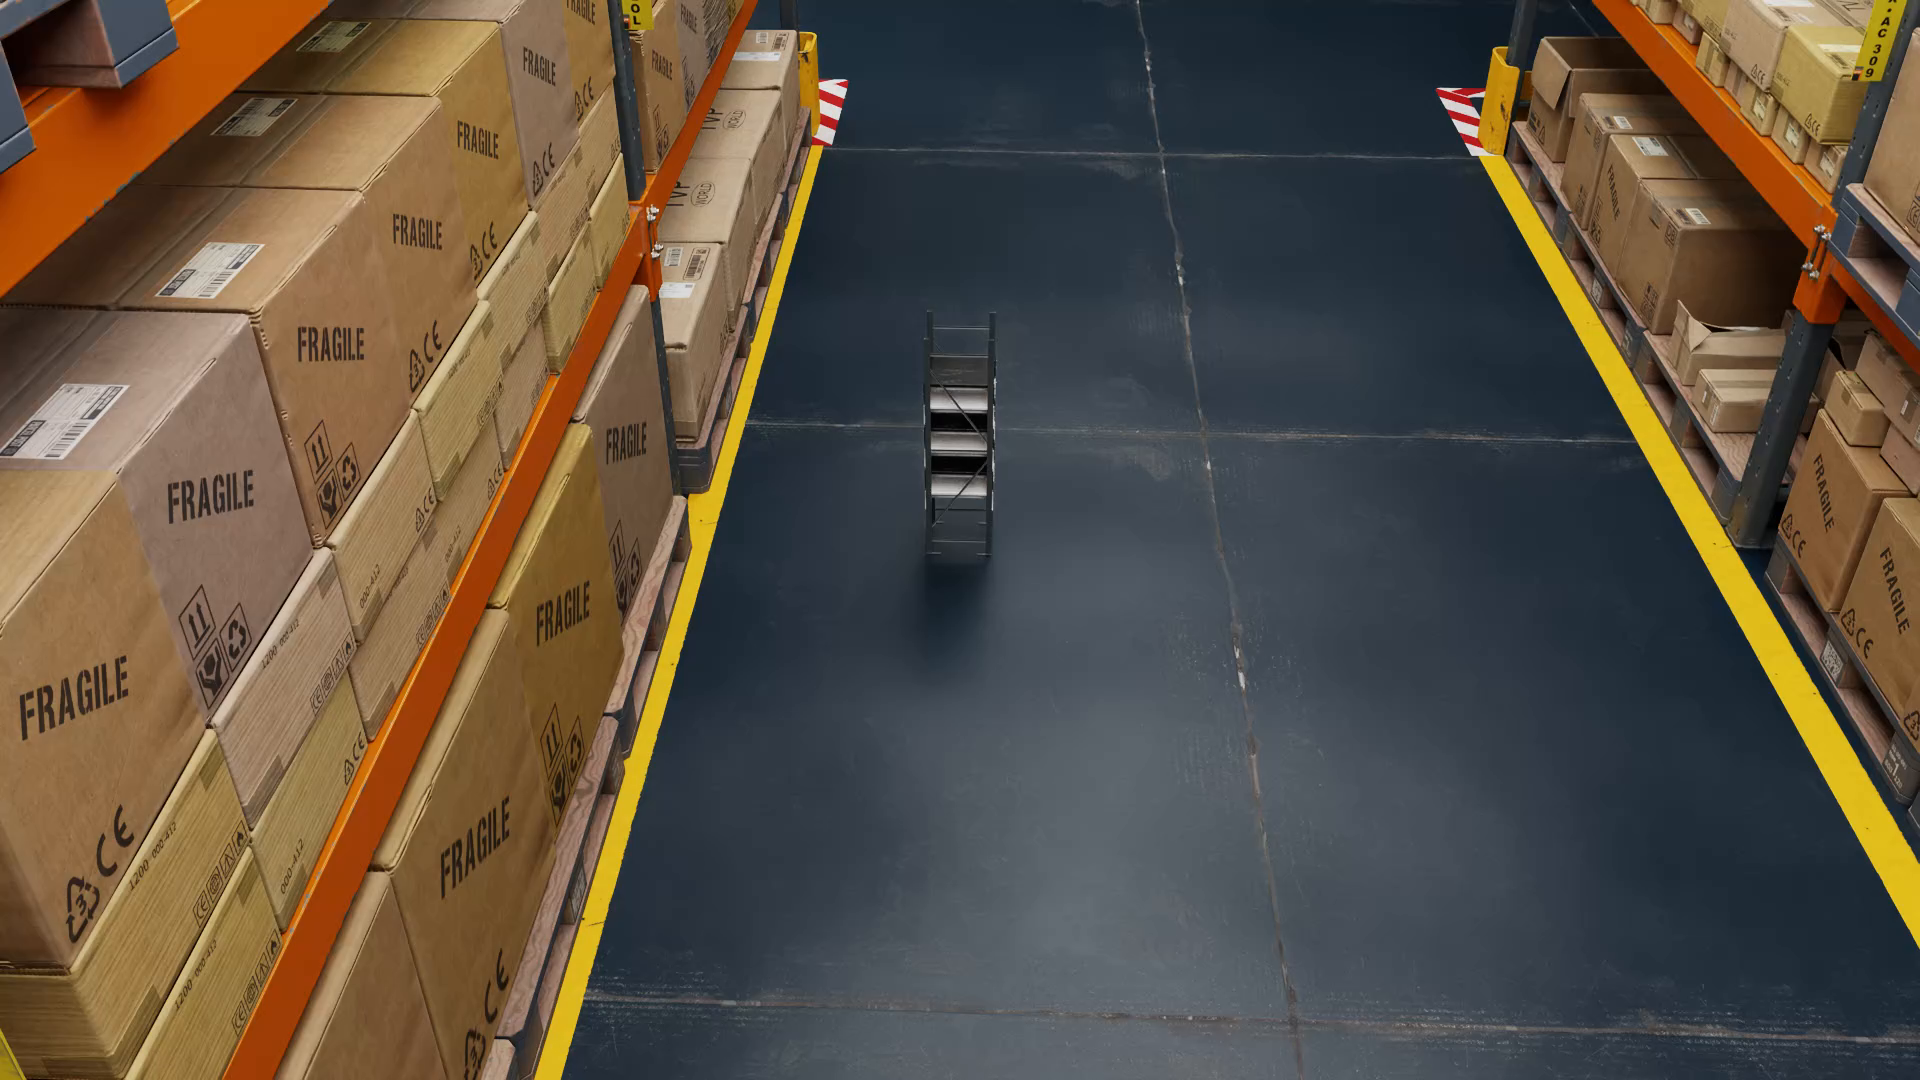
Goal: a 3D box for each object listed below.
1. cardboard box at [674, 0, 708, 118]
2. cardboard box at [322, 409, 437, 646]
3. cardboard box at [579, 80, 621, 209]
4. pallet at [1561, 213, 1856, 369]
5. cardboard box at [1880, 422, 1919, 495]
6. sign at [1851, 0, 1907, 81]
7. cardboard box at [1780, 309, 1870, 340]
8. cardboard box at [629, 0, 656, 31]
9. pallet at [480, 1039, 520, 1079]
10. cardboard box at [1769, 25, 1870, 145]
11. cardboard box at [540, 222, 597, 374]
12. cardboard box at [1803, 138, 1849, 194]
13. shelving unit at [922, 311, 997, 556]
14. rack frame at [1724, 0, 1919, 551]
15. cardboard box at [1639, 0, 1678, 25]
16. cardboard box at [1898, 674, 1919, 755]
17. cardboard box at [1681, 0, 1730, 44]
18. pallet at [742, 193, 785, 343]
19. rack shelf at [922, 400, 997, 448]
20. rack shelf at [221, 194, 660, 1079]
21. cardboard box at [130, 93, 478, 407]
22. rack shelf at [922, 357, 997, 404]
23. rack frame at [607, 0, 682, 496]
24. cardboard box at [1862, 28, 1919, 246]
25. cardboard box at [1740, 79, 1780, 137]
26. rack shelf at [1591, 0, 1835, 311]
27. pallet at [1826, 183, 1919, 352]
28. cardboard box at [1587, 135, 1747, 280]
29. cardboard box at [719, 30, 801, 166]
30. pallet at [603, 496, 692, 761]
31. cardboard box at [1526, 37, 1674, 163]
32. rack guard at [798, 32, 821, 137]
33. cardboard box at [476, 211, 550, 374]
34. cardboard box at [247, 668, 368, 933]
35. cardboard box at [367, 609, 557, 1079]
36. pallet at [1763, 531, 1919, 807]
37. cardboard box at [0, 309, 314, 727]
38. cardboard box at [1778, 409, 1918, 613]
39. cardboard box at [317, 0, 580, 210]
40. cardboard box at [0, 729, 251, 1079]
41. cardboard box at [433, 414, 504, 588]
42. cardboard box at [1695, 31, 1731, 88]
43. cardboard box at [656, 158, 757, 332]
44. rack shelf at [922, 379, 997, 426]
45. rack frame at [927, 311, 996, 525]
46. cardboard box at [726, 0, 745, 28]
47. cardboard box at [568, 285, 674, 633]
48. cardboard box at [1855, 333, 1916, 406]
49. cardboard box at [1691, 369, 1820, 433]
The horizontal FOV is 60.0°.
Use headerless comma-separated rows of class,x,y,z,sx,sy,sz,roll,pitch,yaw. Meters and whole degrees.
cardboard box,-1.263,-1.920,6.287,0.500,0.500,0.500,2,35,2
cardboard box,-1.407,-0.040,3.394,0.500,0.250,0.500,1,35,2
cardboard box,-1.343,-1.211,5.060,0.500,0.250,0.500,1,35,2
pallet,3.467,-1.171,7.732,1.003,0.211,1.213,1,35,2
cardboard box,3.178,-0.268,5.267,0.380,0.149,0.250,0,35,1
sign,2.849,-1.577,5.132,0.100,0.325,0.005,1,35,2
cardboard box,3.672,-0.843,6.955,0.380,0.149,0.250,1,35,1
cardboard box,-1.307,-2.045,5.594,0.500,0.500,0.500,2,35,2
pallet,-1.622,1.661,3.703,1.003,0.211,1.213,1,35,2
cardboard box,3.169,-1.573,5.751,0.500,0.250,0.500,2,35,3
cardboard box,-1.356,-0.709,4.781,0.500,0.250,0.500,1,35,1
cardboard box,3.152,-1.300,5.710,0.380,0.149,0.250,2,35,3
shelving unit,0.000,-0.373,5.998,0.258,0.900,0.210,1,35,2
rack frame,3.392,-1.214,5.369,1.000,3.000,0.127,1,35,2
cardboard box,3.174,-2.336,7.184,0.380,0.149,0.250,2,35,3
cardboard box,3.112,0.502,4.735,0.500,0.500,0.500,0,35,0
cardboard box,3.207,-2.147,6.568,0.500,0.250,0.500,1,35,2
pallet,-1.413,-1.324,7.950,1.003,0.211,1.213,1,35,2
rack shelf,0.000,-0.419,5.965,0.258,0.077,0.200,1,35,2
rack shelf,-1.648,0.117,4.101,1.077,0.370,4.000,1,35,2
cardboard box,-1.394,-0.628,3.579,0.500,0.500,0.500,2,35,3
rack shelf,0.000,-0.566,5.862,0.258,0.077,0.200,1,35,2
rack frame,-1.568,-1.327,5.529,1.000,3.000,0.127,1,35,2
cardboard box,3.149,-1.154,4.831,0.700,0.500,0.500,2,35,3
cardboard box,3.127,-1.600,6.137,0.380,0.149,0.250,2,35,3
rack shelf,3.472,-2.069,7.211,1.077,0.370,4.000,1,35,2
pallet,3.251,-0.679,4.774,1.003,0.211,1.213,1,35,2
cardboard box,3.239,-1.521,7.614,0.500,0.500,0.500,2,35,3
cardboard box,-1.334,-2.367,8.872,0.875,0.438,0.875,0,35,0
pallet,-1.524,0.259,5.698,1.003,0.211,1.213,1,35,2
cardboard box,3.433,-2.314,8.739,0.797,0.503,0.637,0,35,0
rack guard,-1.406,-2.616,9.537,1.175,0.500,0.348,1,35,2
cardboard box,-1.370,-0.626,4.228,0.500,0.250,0.500,2,35,3
cardboard box,-1.455,0.462,3.114,0.500,0.250,0.500,0,35,1
cardboard box,-1.578,0.762,4.040,0.875,0.875,0.875,2,35,2
pallet,3.397,0.395,5.505,1.003,0.211,1.213,1,35,2
cardboard box,-1.454,-0.041,2.744,0.500,0.500,0.500,1,35,2
cardboard box,3.148,-0.091,5.579,0.500,0.500,0.500,3,35,4
cardboard box,-1.348,-1.217,4.416,0.500,0.500,0.500,2,35,3
cardboard box,-1.462,0.543,2.565,0.500,0.250,0.500,1,35,2
cardboard box,-1.411,-0.123,3.947,0.500,0.250,0.500,1,35,2
cardboard box,3.147,-1.898,6.560,0.380,0.149,0.250,1,35,1
cardboard box,-1.400,-1.323,7.387,0.875,0.438,0.875,0,35,0
rack shelf,0.000,-0.493,5.914,0.258,0.077,0.200,1,35,2
rack frame,0.004,-0.431,6.081,0.240,0.900,0.006,1,35,2
cardboard box,-1.216,-2.502,7.114,0.500,0.500,0.500,2,35,3
cardboard box,-1.513,-0.271,5.510,0.875,0.875,0.875,2,35,3
cardboard box,3.172,-0.549,5.408,0.380,0.149,0.250,1,35,1
cardboard box,3.121,-0.547,6.533,0.380,0.149,0.250,0,35,0
